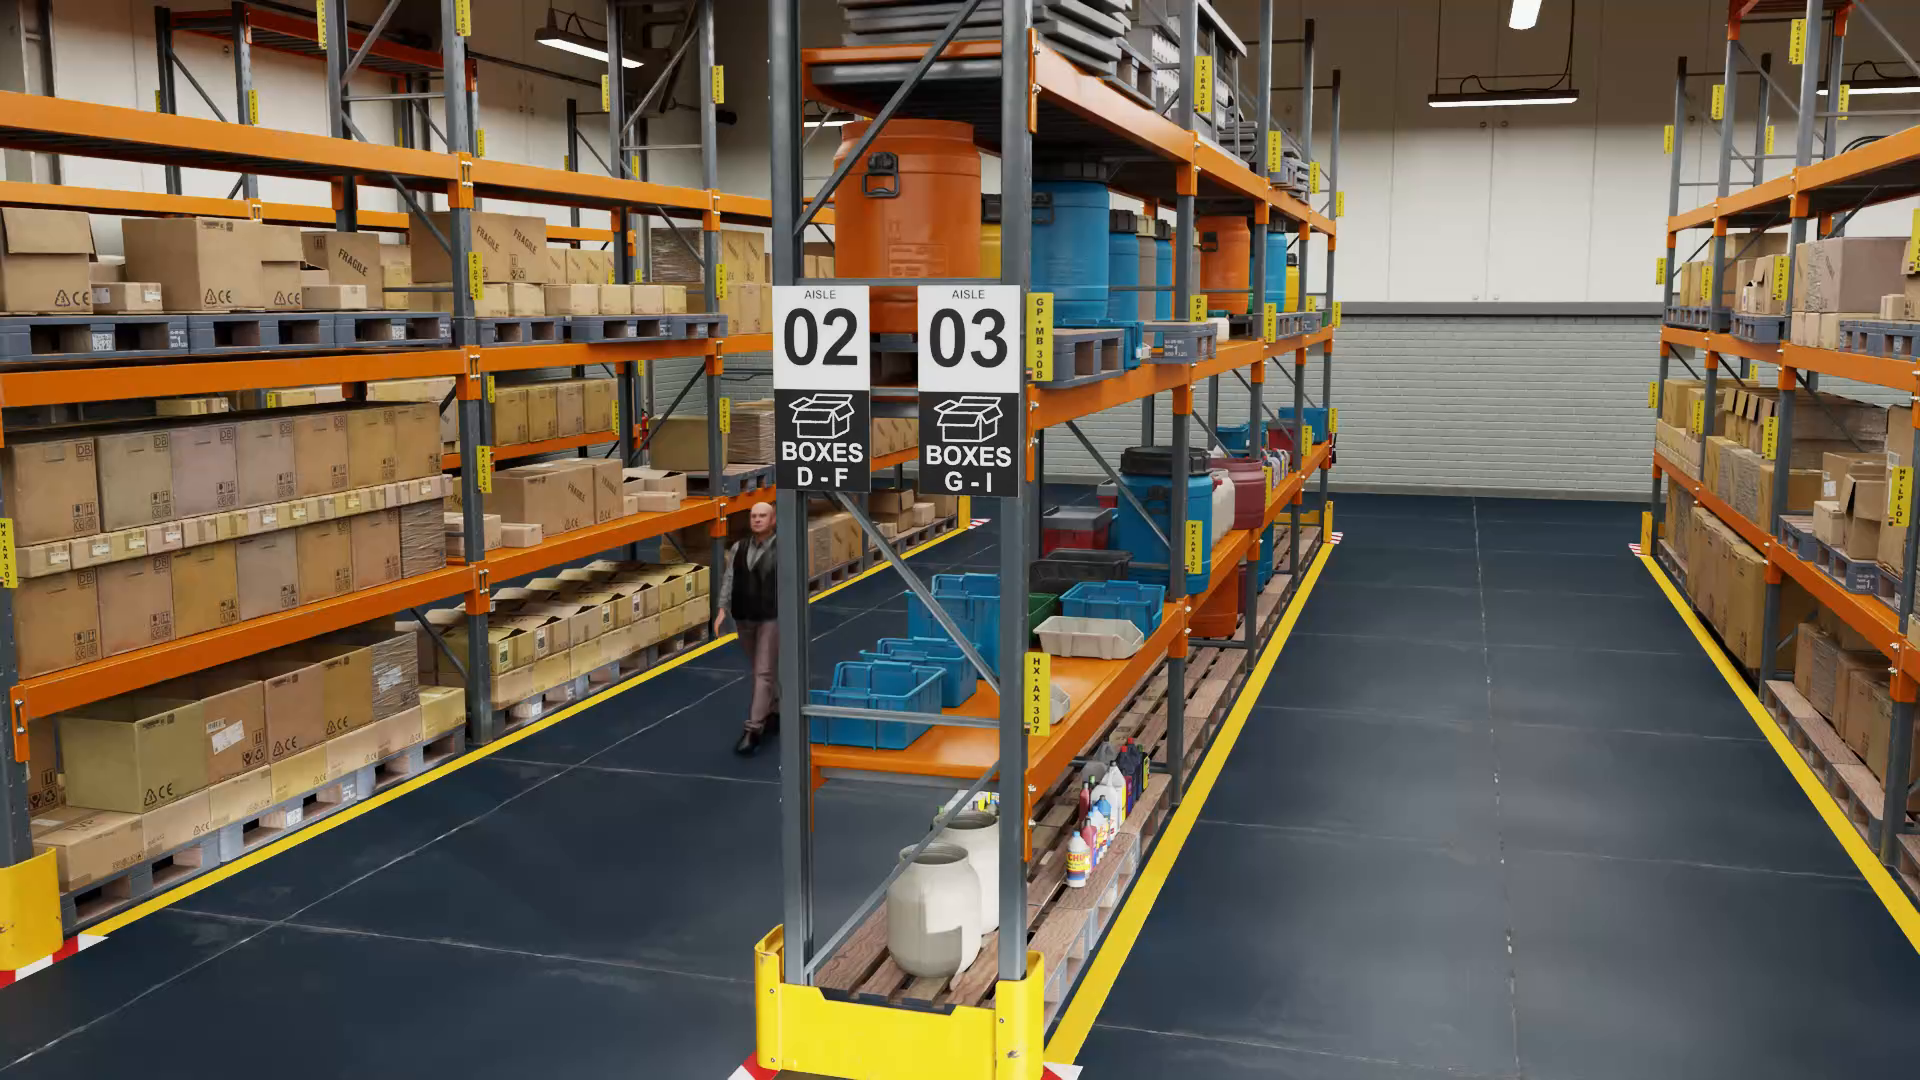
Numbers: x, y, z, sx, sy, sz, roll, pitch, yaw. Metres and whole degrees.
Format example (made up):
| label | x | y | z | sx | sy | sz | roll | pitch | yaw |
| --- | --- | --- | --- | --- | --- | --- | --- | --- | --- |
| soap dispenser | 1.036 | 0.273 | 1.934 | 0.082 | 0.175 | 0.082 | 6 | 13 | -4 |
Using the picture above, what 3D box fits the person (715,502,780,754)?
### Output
| label | x | y | z | sx | sy | sz | roll | pitch | yaw |
| --- | --- | --- | --- | --- | --- | --- | --- | --- | --- |
| person | -1.473 | 0.581 | 11.815 | 0.538 | 1.678 | 0.942 | 4 | 9 | 26 |
